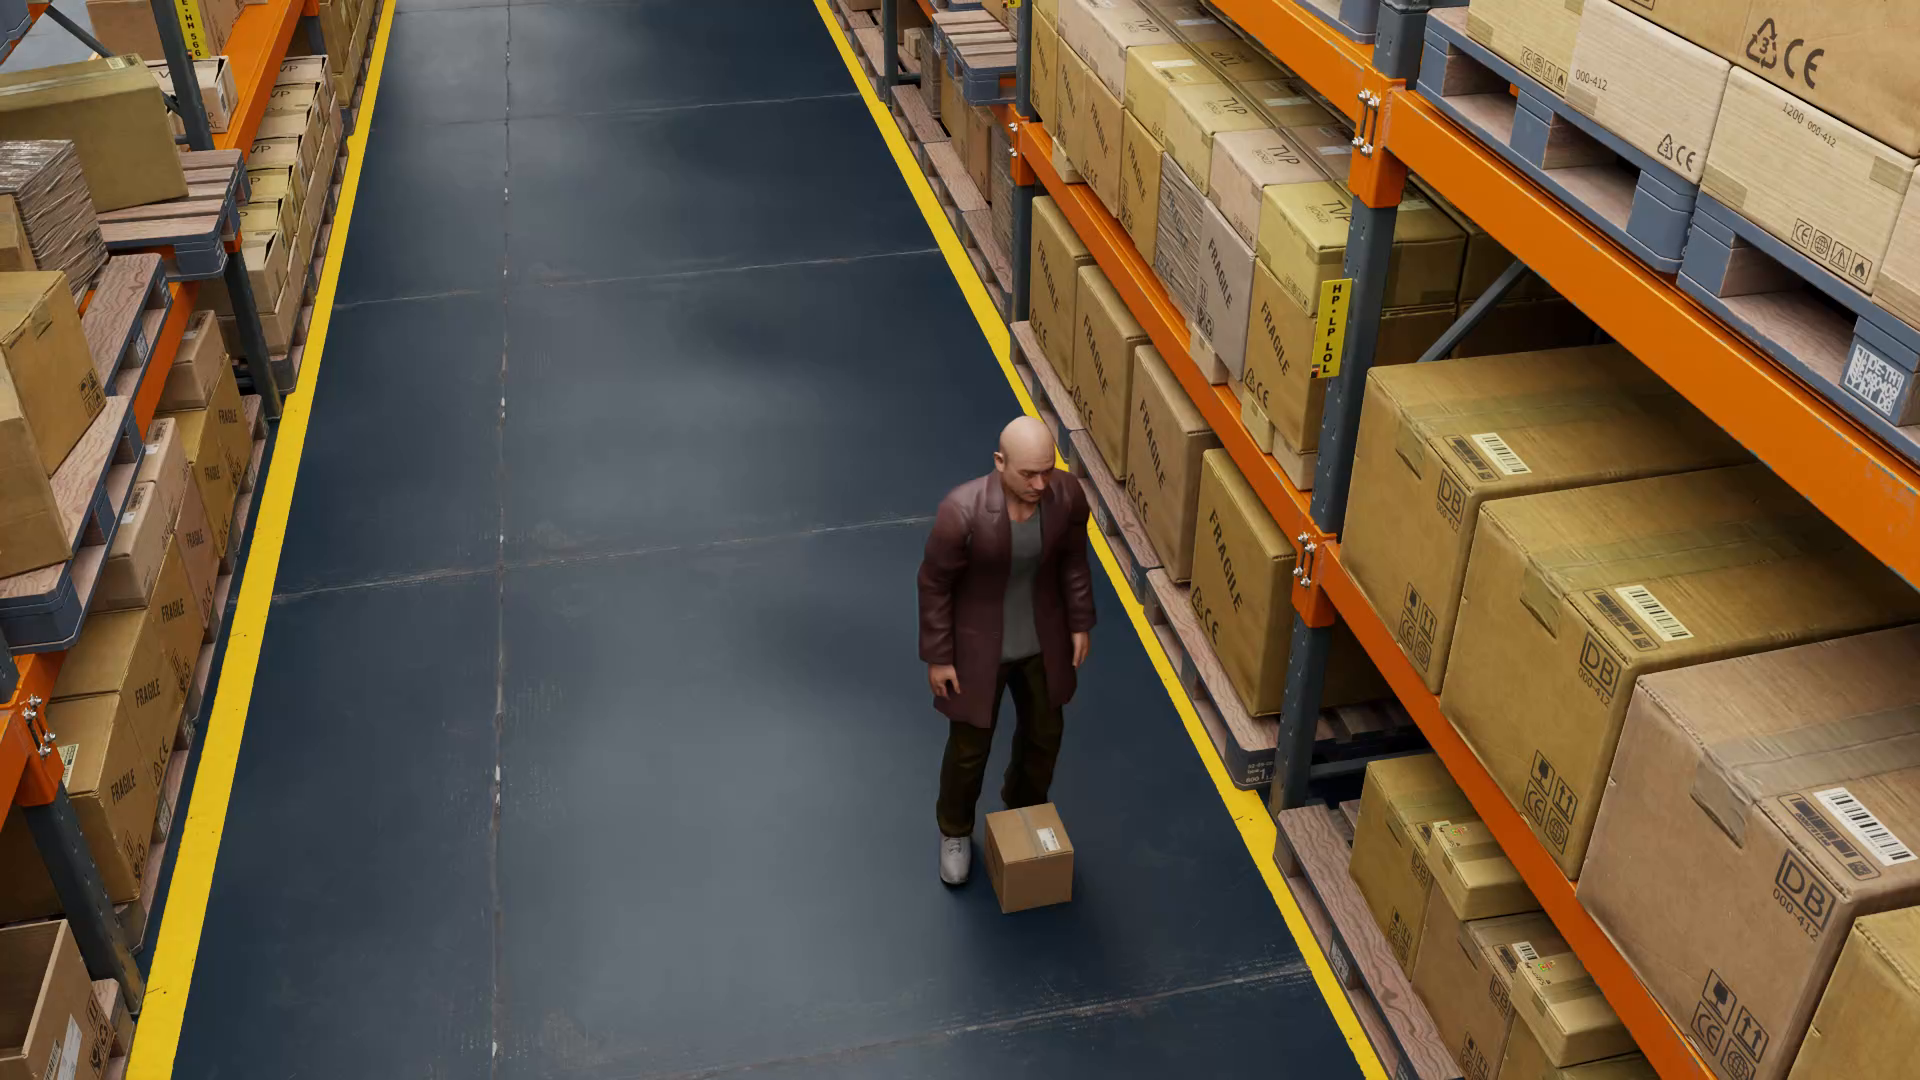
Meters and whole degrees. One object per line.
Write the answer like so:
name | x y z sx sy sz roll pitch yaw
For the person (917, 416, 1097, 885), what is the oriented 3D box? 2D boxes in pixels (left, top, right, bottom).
person | 0.168 0.352 5.634 0.645 1.772 0.429 -12 36 -17
